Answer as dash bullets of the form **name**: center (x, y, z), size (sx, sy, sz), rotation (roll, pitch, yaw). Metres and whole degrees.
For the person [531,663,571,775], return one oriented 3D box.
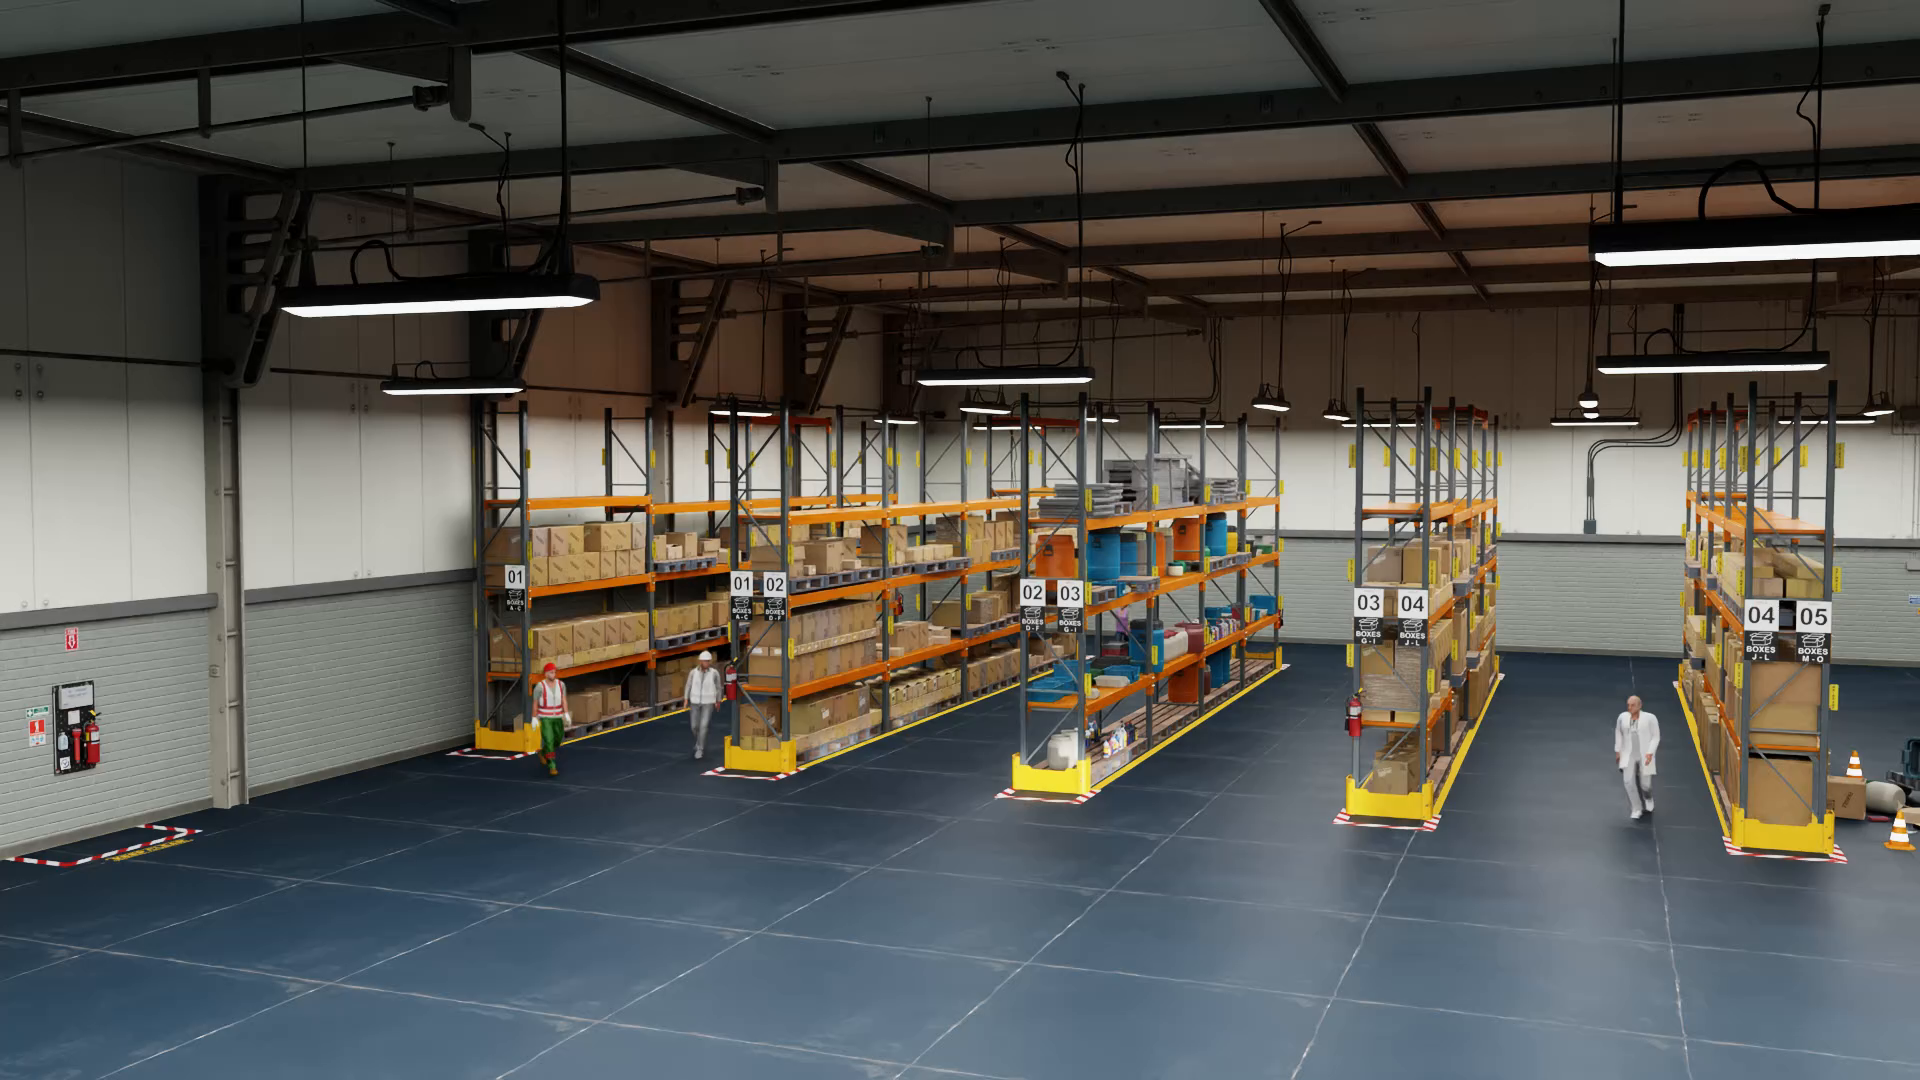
- **person**: center (-6.541, 2.829, 26.545), size (0.604, 1.760, 0.962), rotation (-2, 4, -40)

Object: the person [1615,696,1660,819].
- **person**: center (9.533, 3.022, 23.412), size (0.620, 1.695, 0.848), rotation (2, 3, 31)

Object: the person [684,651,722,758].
- **person**: center (-4.364, 2.768, 28.220), size (0.612, 1.770, 0.768), rotation (0, 3, 0)

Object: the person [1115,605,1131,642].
- **person**: center (3.979, 2.230, 40.665), size (0.419, 1.538, 0.972), rotation (1, 3, 19)
